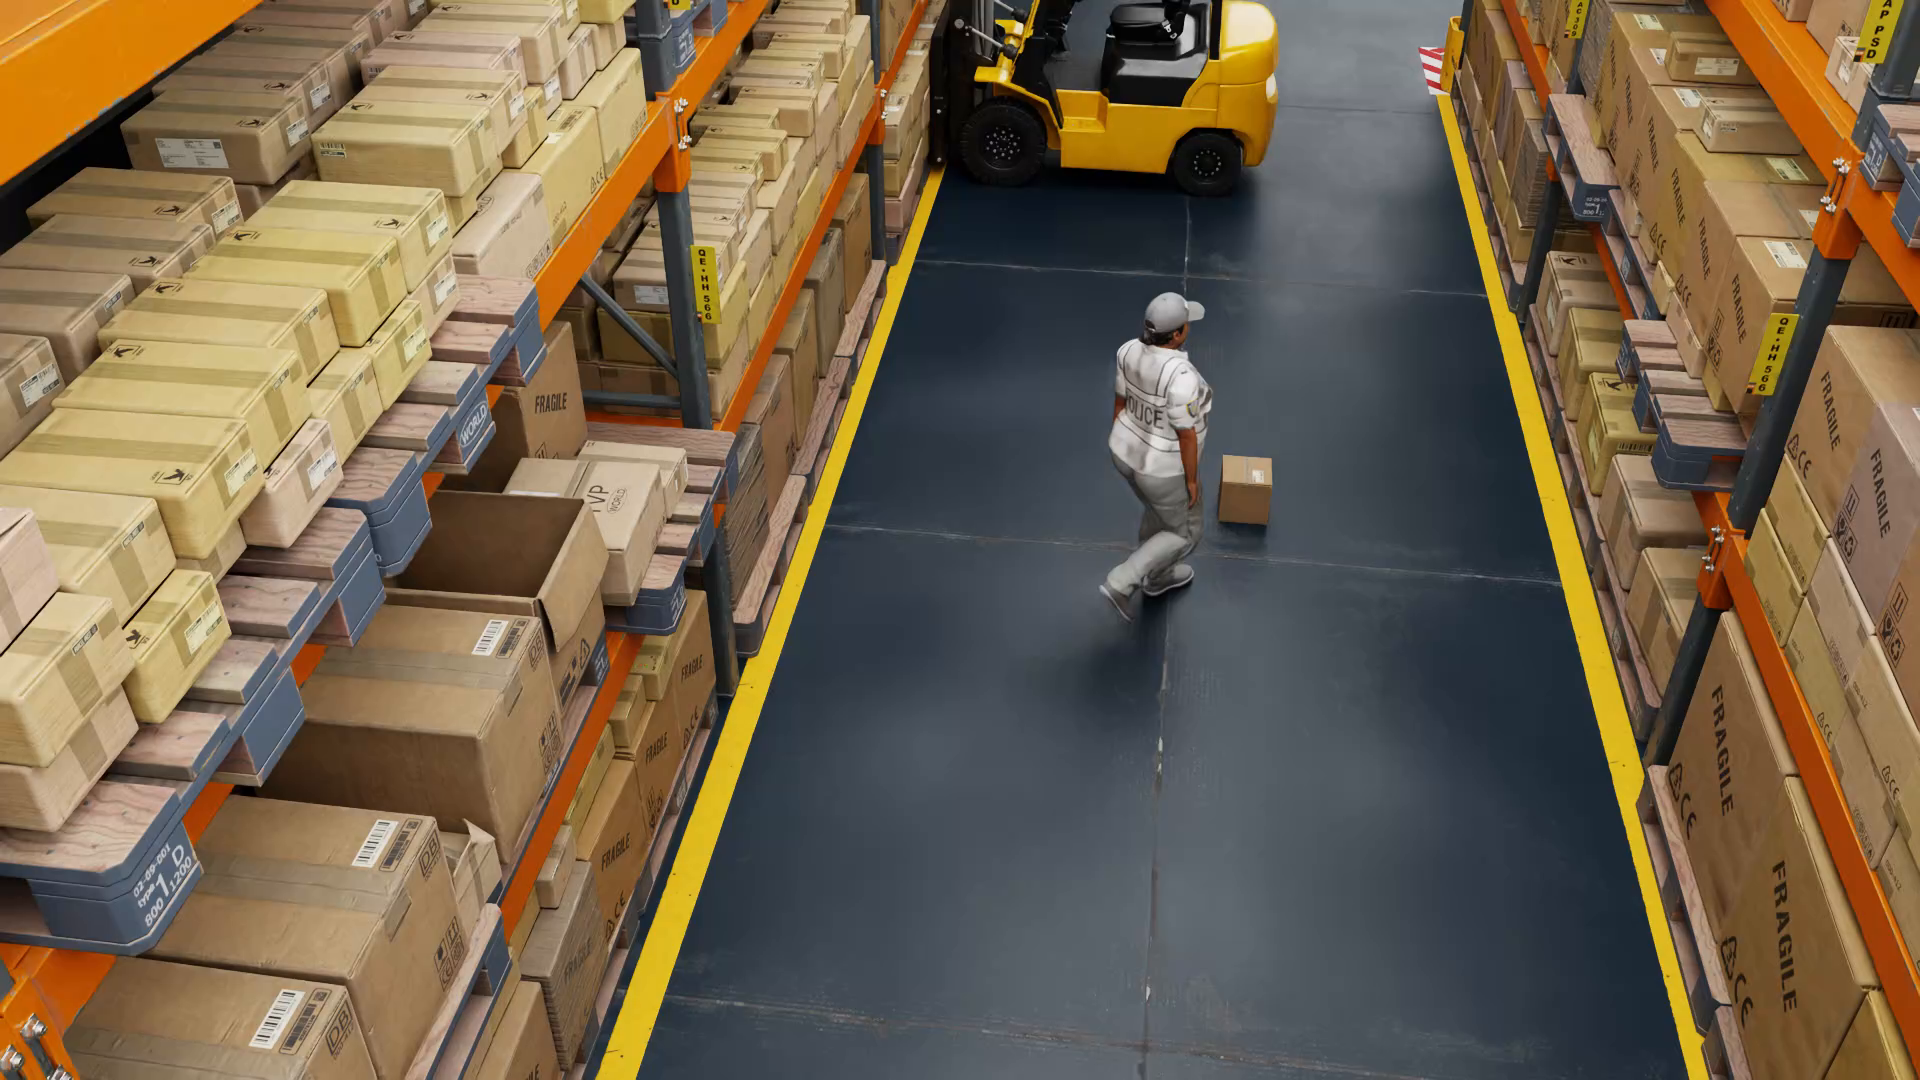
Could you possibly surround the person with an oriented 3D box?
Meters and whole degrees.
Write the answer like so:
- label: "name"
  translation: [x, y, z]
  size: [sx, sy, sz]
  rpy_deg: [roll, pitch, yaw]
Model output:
- label: "person"
  translation: [0.874, -0.362, 7.506]
  size: [0.686, 1.639, 0.497]
  rpy_deg: [-21, 41, -26]
